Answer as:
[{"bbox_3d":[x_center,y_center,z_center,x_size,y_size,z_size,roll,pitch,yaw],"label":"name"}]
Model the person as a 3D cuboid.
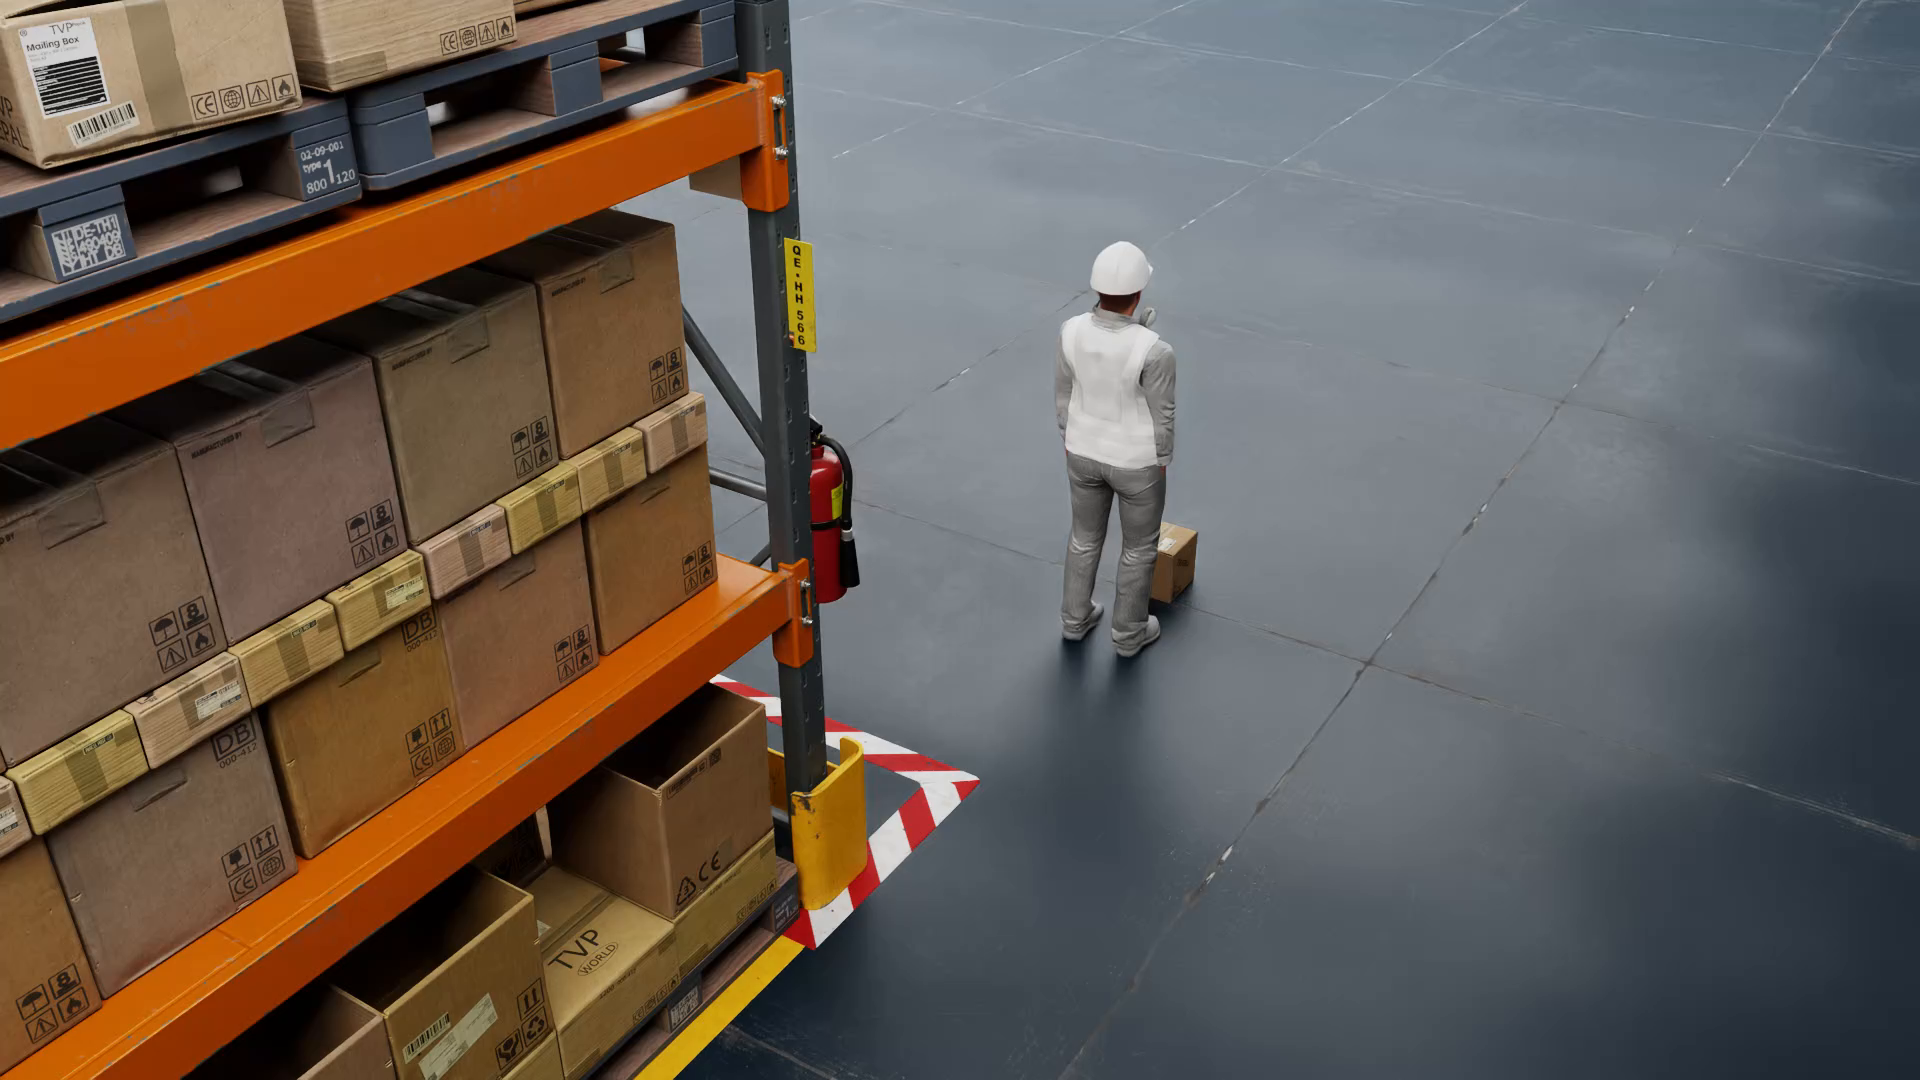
[{"bbox_3d":[0.625,-0.360,6.738,0.532,1.774,0.360,18,35,28],"label":"person"}]
